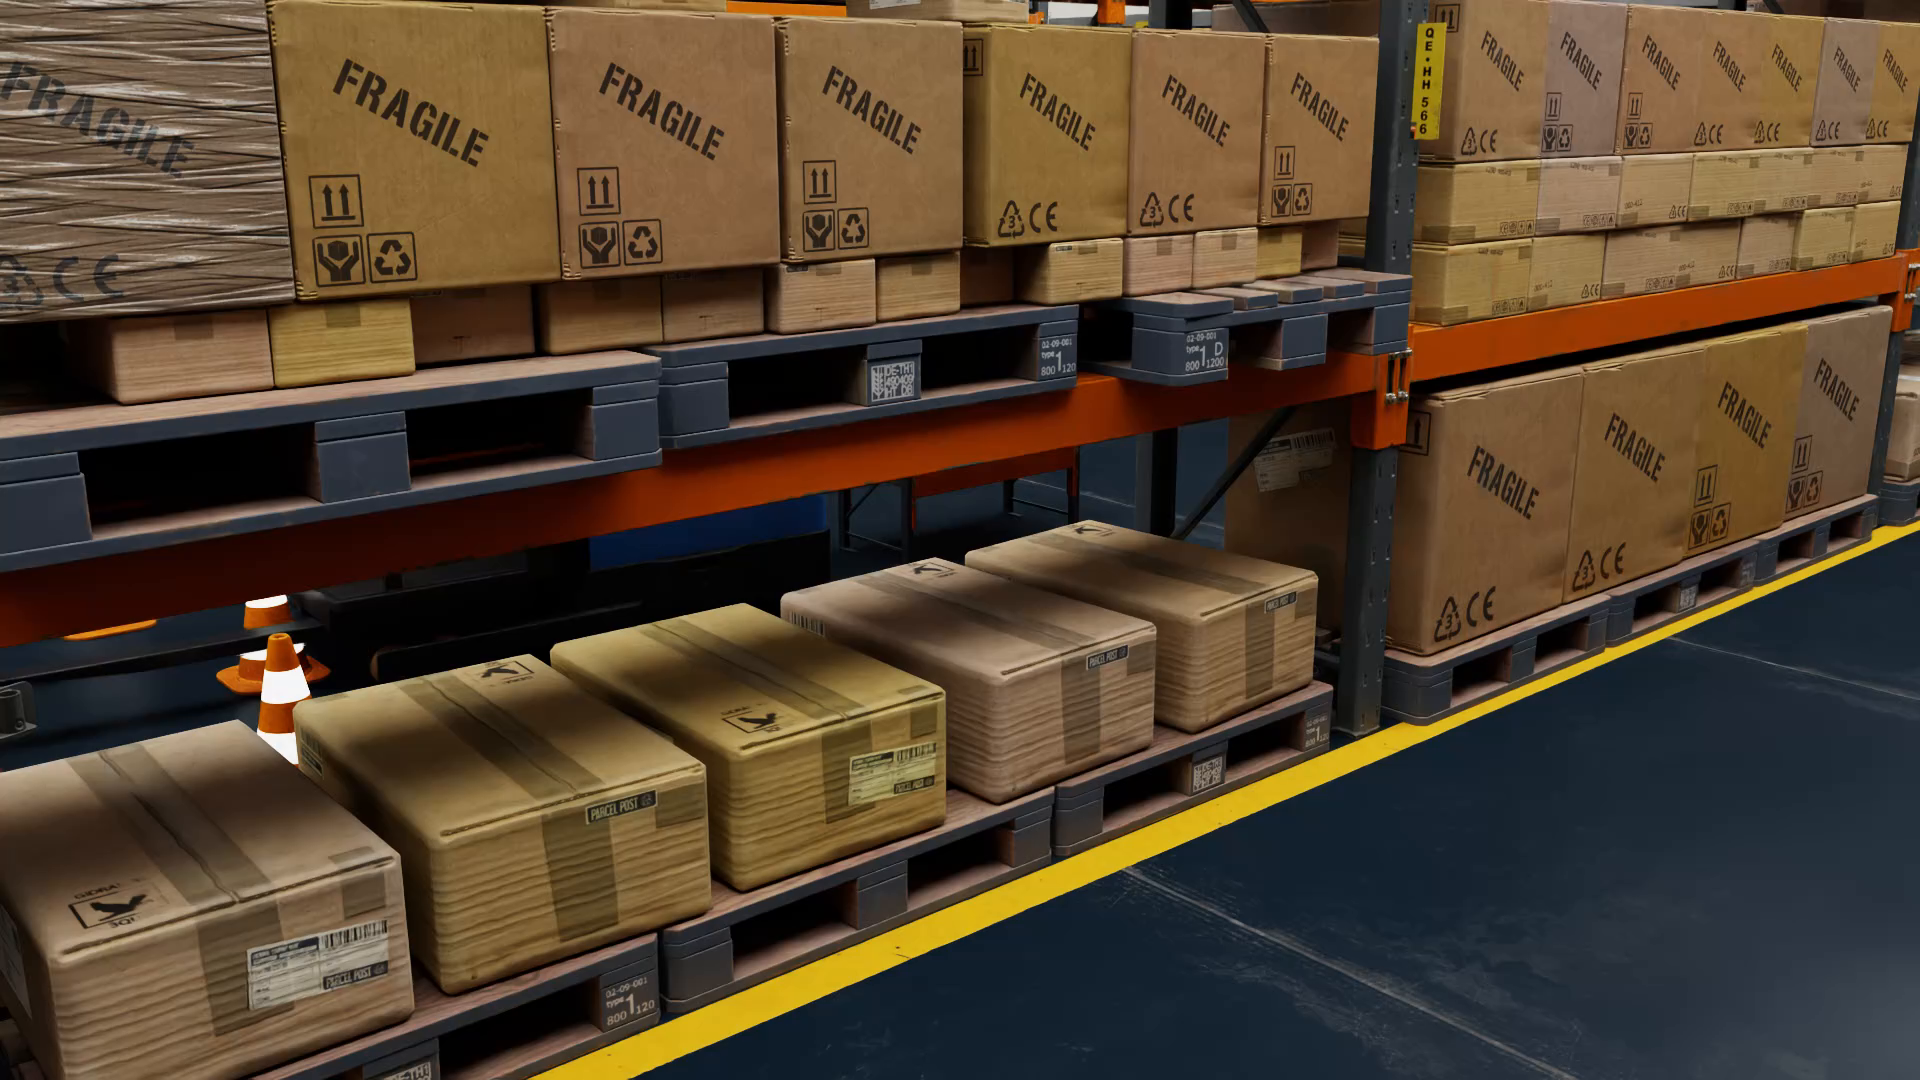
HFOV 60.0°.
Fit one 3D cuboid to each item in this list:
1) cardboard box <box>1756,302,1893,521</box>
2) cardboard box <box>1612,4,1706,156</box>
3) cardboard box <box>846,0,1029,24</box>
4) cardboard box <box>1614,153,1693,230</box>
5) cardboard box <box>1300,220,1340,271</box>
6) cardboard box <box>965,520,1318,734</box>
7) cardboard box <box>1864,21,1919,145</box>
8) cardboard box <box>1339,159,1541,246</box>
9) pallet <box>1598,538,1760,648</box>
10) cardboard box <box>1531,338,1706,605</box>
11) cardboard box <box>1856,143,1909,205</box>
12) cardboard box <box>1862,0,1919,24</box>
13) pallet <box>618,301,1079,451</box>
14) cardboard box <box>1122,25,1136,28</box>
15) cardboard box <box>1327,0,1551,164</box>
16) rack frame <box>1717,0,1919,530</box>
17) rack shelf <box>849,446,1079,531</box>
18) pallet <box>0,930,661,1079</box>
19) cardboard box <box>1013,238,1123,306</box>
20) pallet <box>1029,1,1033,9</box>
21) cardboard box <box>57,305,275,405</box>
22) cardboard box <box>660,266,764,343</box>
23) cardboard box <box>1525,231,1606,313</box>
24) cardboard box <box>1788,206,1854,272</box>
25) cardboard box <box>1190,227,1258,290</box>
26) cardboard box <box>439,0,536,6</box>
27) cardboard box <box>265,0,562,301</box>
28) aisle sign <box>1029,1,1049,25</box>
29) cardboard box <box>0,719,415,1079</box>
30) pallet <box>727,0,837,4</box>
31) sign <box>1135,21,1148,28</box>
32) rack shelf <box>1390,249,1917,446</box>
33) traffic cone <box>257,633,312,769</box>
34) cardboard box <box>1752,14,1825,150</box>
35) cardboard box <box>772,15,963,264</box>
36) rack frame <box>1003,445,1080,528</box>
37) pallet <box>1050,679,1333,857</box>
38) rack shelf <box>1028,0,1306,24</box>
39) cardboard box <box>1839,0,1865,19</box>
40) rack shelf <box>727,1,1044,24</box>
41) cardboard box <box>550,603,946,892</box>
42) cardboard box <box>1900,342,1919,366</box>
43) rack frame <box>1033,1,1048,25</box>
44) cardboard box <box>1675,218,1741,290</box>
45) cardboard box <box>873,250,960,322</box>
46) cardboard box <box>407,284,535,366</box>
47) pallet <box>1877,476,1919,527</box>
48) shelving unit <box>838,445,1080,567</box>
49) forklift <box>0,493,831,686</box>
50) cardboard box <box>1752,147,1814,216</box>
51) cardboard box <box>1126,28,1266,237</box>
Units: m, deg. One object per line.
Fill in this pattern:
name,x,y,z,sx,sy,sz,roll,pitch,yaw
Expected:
cardboard box,3.596,-0.647,7.664,0.875,0.875,0.875,-12,19,-38
cardboard box,2.294,-1.652,5.990,0.500,0.500,0.500,-12,19,-38
cardboard box,-0.056,-1.290,3.926,0.250,0.149,0.380,-14,20,-42
cardboard box,2.312,-1.290,6.089,0.500,0.250,0.500,-13,20,-40
cardboard box,0.901,-0.894,4.958,0.250,0.149,0.380,-12,19,-37
cardboard box,0.561,0.247,5.293,0.625,0.372,0.950,-14,21,-43
cardboard box,3.839,-1.998,7.287,0.500,0.500,0.500,-12,19,-38
cardboard box,1.538,-1.121,5.455,0.500,0.250,0.500,-13,20,-40
pallet,2.558,0.109,6.933,1.213,0.211,1.003,-13,19,-39
cardboard box,2.245,-0.341,6.519,0.875,0.875,0.875,-12,19,-39
cardboard box,3.838,-1.639,7.394,0.500,0.250,0.500,-13,20,-39
cardboard box,4.419,-2.439,7.681,0.250,0.149,0.380,-13,20,-40
pallet,-0.473,-0.478,4.098,1.213,0.211,1.003,-13,19,-39
cardboard box,1.186,-3.242,11.368,0.500,0.500,0.500,-12,19,-38
cardboard box,1.526,-1.481,5.351,0.500,0.500,0.500,-14,20,-41
rack frame,4.011,-1.591,7.896,0.127,3.000,1.000,-13,19,-39
rack shelf,0.005,-0.308,7.672,1.000,0.278,0.538,-13,19,-39
pallet,-1.438,0.979,3.677,1.213,0.211,1.003,-13,19,-39
cardboard box,0.192,-0.693,4.204,0.250,0.149,0.380,-12,19,-38
pallet,-0.030,-5.477,16.801,1.213,0.211,1.003,-13,19,-39
cardboard box,-1.400,-0.350,2.921,0.250,0.149,0.380,-12,19,-39
cardboard box,-0.633,-0.530,3.596,0.250,0.149,0.380,-12,19,-39
cardboard box,1.903,-0.966,5.844,0.500,0.250,0.500,-13,20,-41
cardboard box,3.453,-1.308,7.125,0.500,0.250,0.500,-13,20,-40
cardboard box,0.585,-0.783,4.542,0.250,0.149,0.380,-13,20,-40
cardboard box,-1.121,-1.237,3.728,0.250,0.149,0.380,-14,20,-42
cardboard box,-1.105,-0.740,3.123,0.500,0.500,0.500,-13,19,-39
aisle sign,0.774,-5.408,17.147,0.004,0.787,0.394,-13,19,-39
cardboard box,-1.630,0.741,3.441,0.625,0.372,0.950,-12,19,-39
pallet,-1.870,-5.064,15.254,1.213,0.211,1.003,-13,19,-39
sign,0.627,-1.581,5.612,0.005,0.325,0.100,-13,19,-39
rack shelf,2.502,-0.905,6.720,4.000,0.370,1.077,-13,19,-39
traffic cone,-2.008,0.507,4.956,0.334,0.463,0.336,-13,19,-39
cardboard box,3.058,-1.827,6.647,0.500,0.500,0.500,-12,19,-38
cardboard box,-0.342,-0.910,3.760,0.500,0.500,0.500,-14,20,-42
rack frame,0.389,-0.631,7.932,0.032,1.125,0.500,-13,19,-39
pallet,0.403,0.565,5.224,1.213,0.211,1.003,-13,19,-39
rack shelf,2.194,-3.978,12.413,4.000,0.370,1.077,-13,19,-39
cardboard box,4.305,-2.574,8.185,0.250,0.149,0.380,-12,19,-38
rack shelf,-0.986,-4.961,16.092,4.000,0.370,1.077,-13,19,-39
cardboard box,-0.567,0.500,4.342,0.625,0.372,0.950,-12,19,-38
cardboard box,5.230,-0.794,9.060,0.875,0.438,0.875,-13,20,-41
rack frame,0.523,-4.198,17.655,0.127,3.000,1.000,-13,19,-39
cardboard box,2.673,-1.138,6.488,0.500,0.250,0.500,-13,19,-39
cardboard box,-0.216,-0.616,3.917,0.250,0.149,0.380,-13,20,-41
cardboard box,-1.042,-0.453,3.308,0.250,0.149,0.380,-11,19,-36
pallet,4.636,-0.358,8.681,1.213,0.211,1.003,-13,19,-39
shelving unit,0.005,-0.545,7.609,1.048,1.125,0.538,-13,19,-39
forklift,-2.023,-1.044,5.977,3.031,2.935,1.130,-10,18,-34
cardboard box,3.079,-1.464,6.738,0.500,0.250,0.500,-12,19,-38
cardboard box,0.450,-1.088,4.427,0.500,0.500,0.500,-13,20,-40
